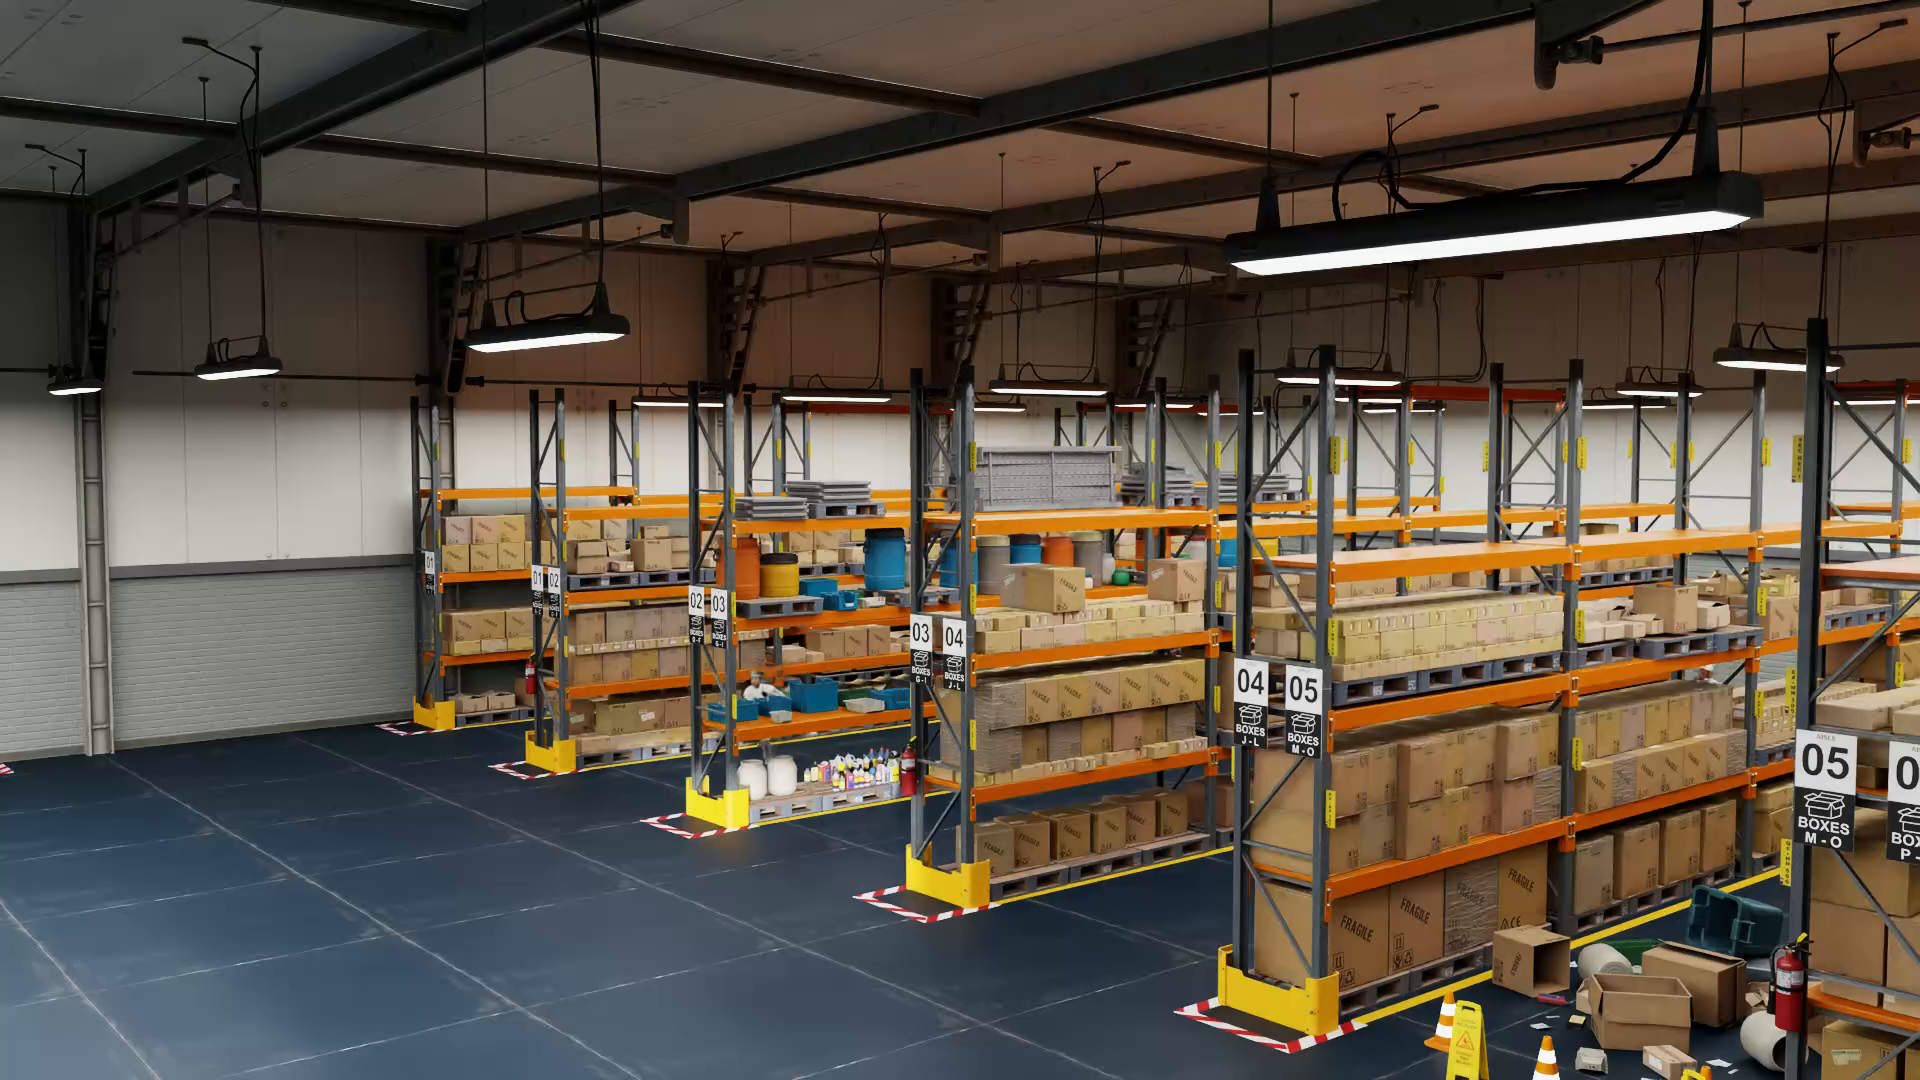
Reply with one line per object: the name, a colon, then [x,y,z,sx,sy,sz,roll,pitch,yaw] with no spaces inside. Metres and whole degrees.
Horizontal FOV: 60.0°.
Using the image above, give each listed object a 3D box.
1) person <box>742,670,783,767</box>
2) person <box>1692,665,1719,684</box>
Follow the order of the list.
person: [-3.112,2.825,26.175,0.603,1.605,0.917,1,4,17]
person: [11.745,2.748,26.208,0.665,1.741,0.697,-2,4,-29]
